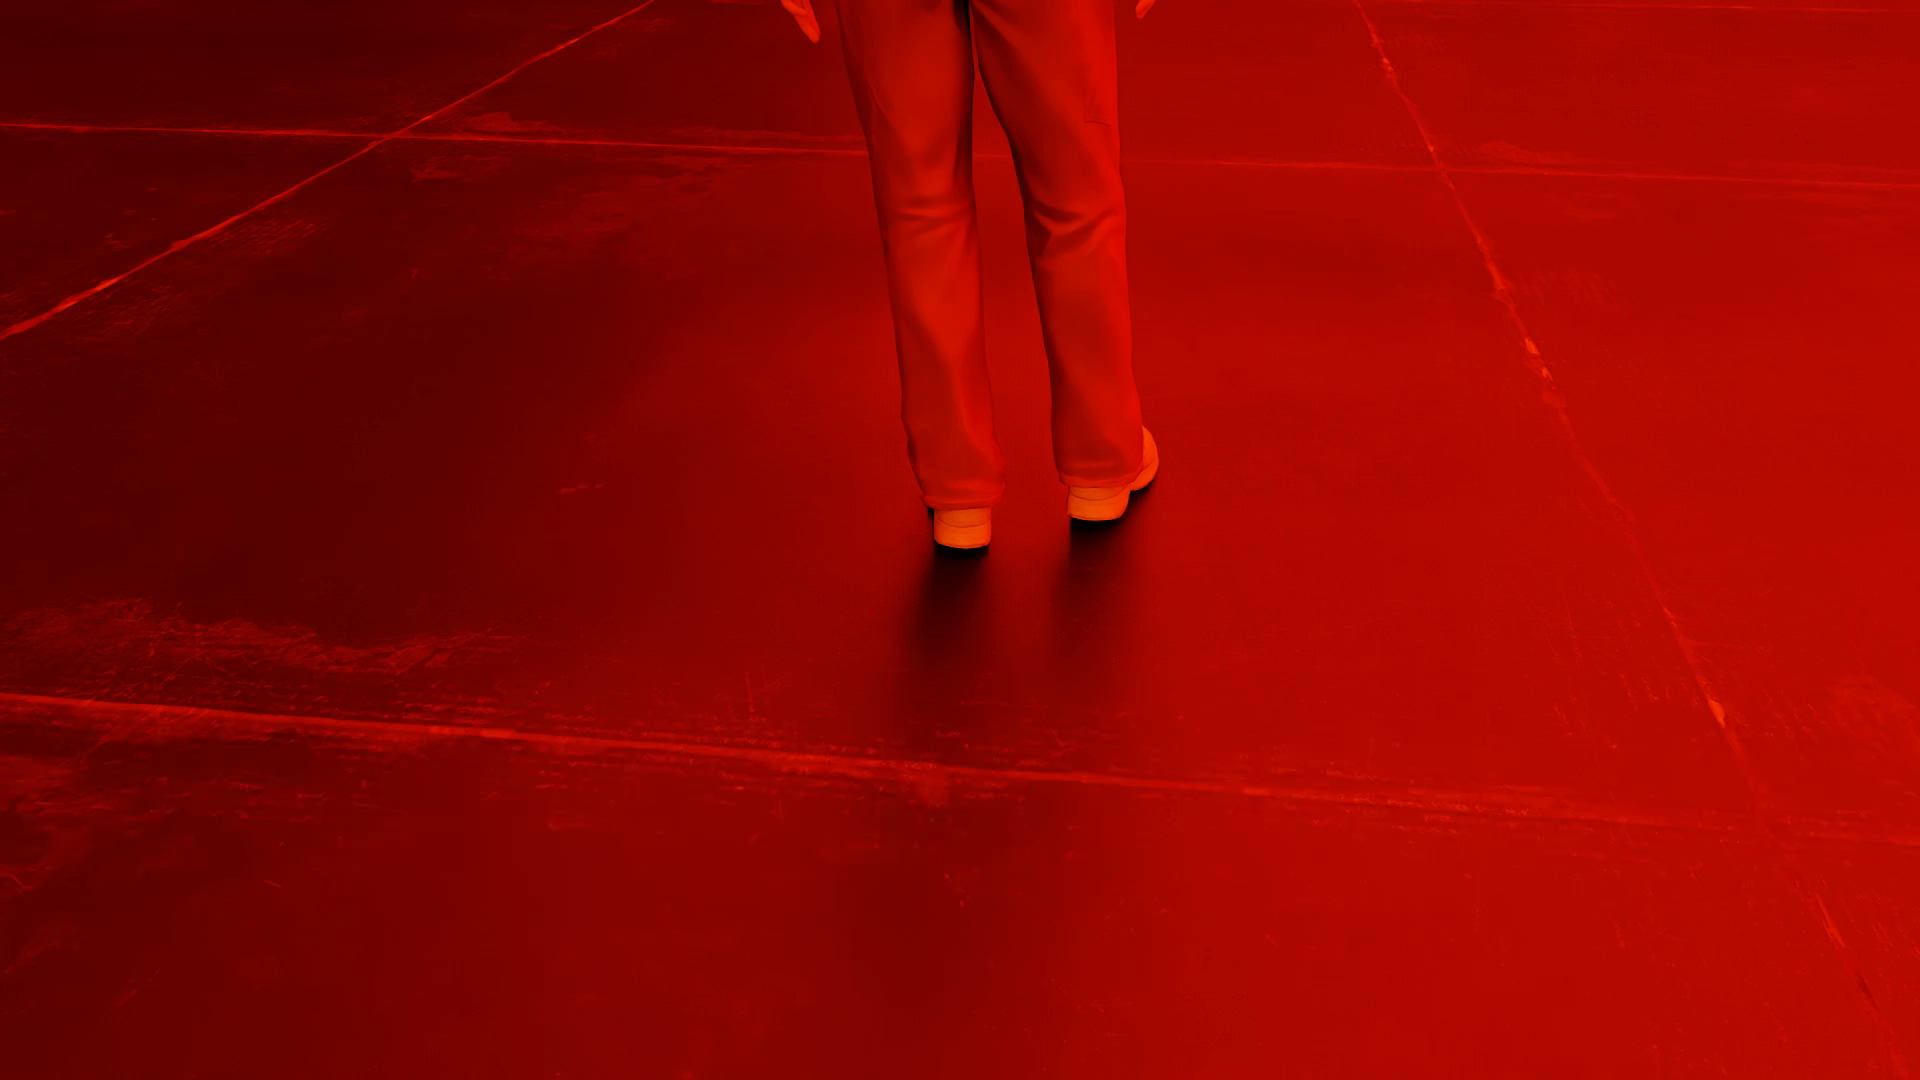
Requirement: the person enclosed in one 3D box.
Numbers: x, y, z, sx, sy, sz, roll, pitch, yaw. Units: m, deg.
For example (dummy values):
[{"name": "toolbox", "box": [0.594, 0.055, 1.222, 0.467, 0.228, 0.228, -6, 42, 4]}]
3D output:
[{"name": "person", "box": [0.021, -0.789, 2.187, 0.553, 1.673, 0.548, 3, 27, 7]}]
